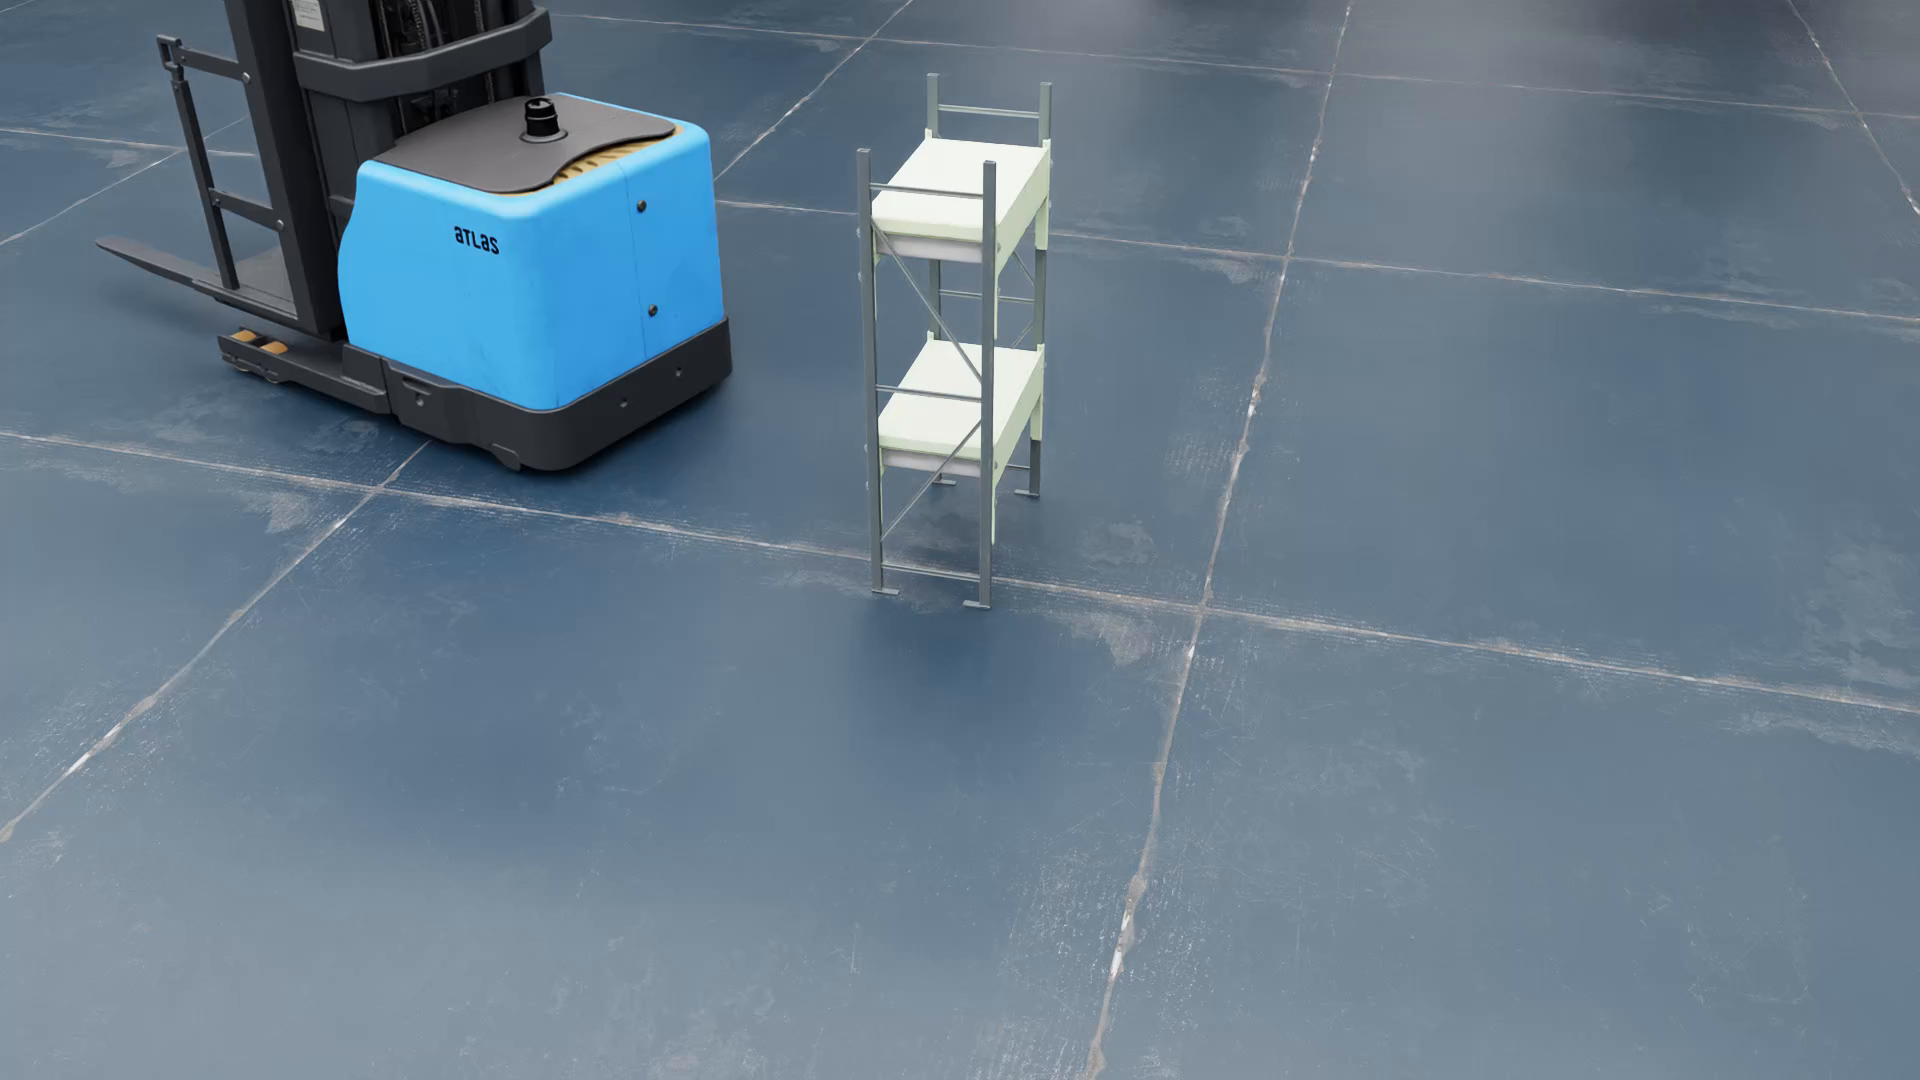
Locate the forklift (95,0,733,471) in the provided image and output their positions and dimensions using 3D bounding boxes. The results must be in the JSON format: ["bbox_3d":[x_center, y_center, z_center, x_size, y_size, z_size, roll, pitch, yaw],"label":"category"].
[{"bbox_3d":[-2.426,-2.087,6.300,3.031,2.935,1.130,20,37,28],"label":"forklift"}]

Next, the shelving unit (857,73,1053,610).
[{"bbox_3d":[-0.002,-0.629,5.342,0.431,1.500,0.755,8,33,12],"label":"shelving unit"}]

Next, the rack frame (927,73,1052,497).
[{"bbox_3d":[0.091,-0.819,5.641,0.400,1.500,0.023,8,33,12],"label":"rack frame"}]

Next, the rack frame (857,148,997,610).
[{"bbox_3d":[-0.095,-0.440,5.043,0.400,1.500,0.023,8,33,12],"label":"rack frame"}]

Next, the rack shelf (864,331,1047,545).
[{"bbox_3d":[-0.002,-0.354,5.517,0.431,0.370,0.720,8,33,12],"label":"rack shelf"}]

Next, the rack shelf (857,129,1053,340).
[{"bbox_3d":[-0.002,-0.959,5.133,0.431,0.370,0.720,8,33,12],"label":"rack shelf"}]
